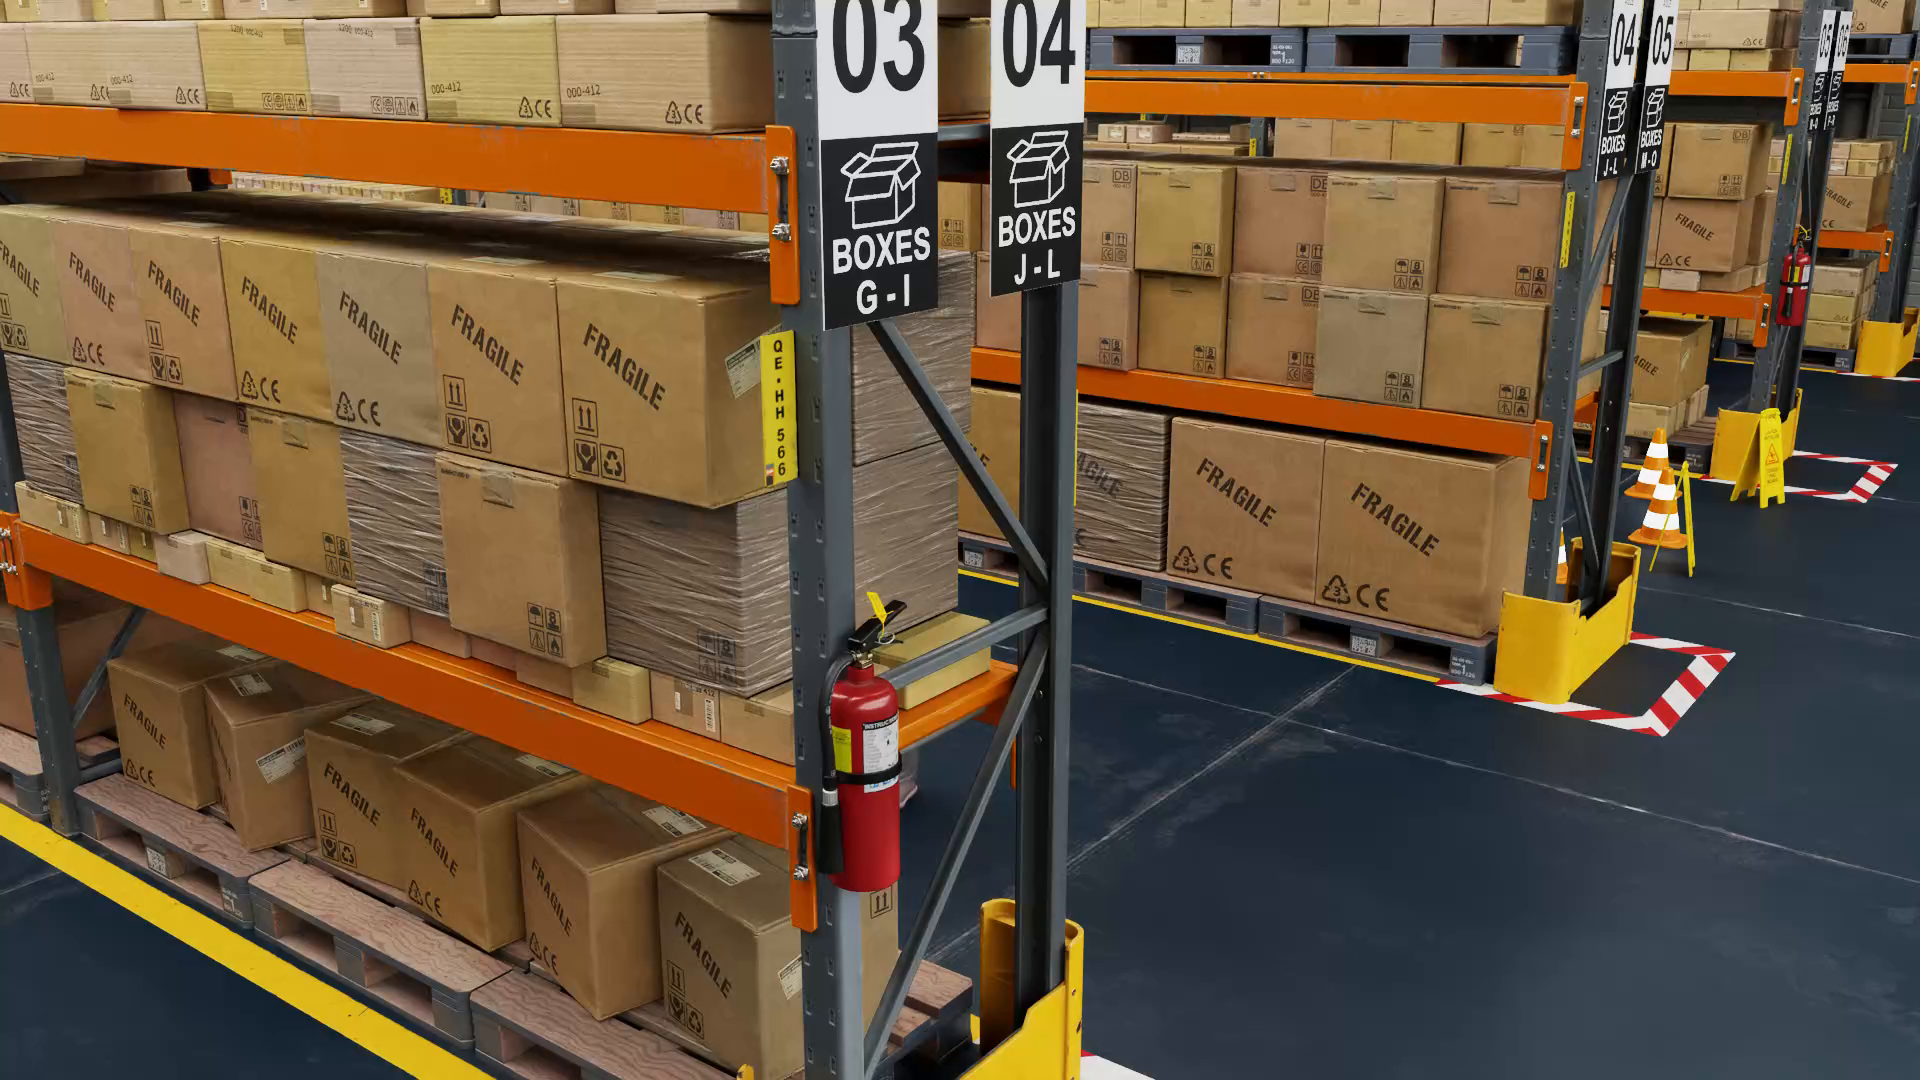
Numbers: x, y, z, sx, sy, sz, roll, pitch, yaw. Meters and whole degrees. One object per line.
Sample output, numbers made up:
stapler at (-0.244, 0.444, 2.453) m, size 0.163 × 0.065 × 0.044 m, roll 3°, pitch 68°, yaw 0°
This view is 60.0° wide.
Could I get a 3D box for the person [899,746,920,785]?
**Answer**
person at (-0.300, 0.223, 6.684) m, size 0.491 × 1.584 × 0.348 m, roll 11°, pitch 20°, yaw 33°
